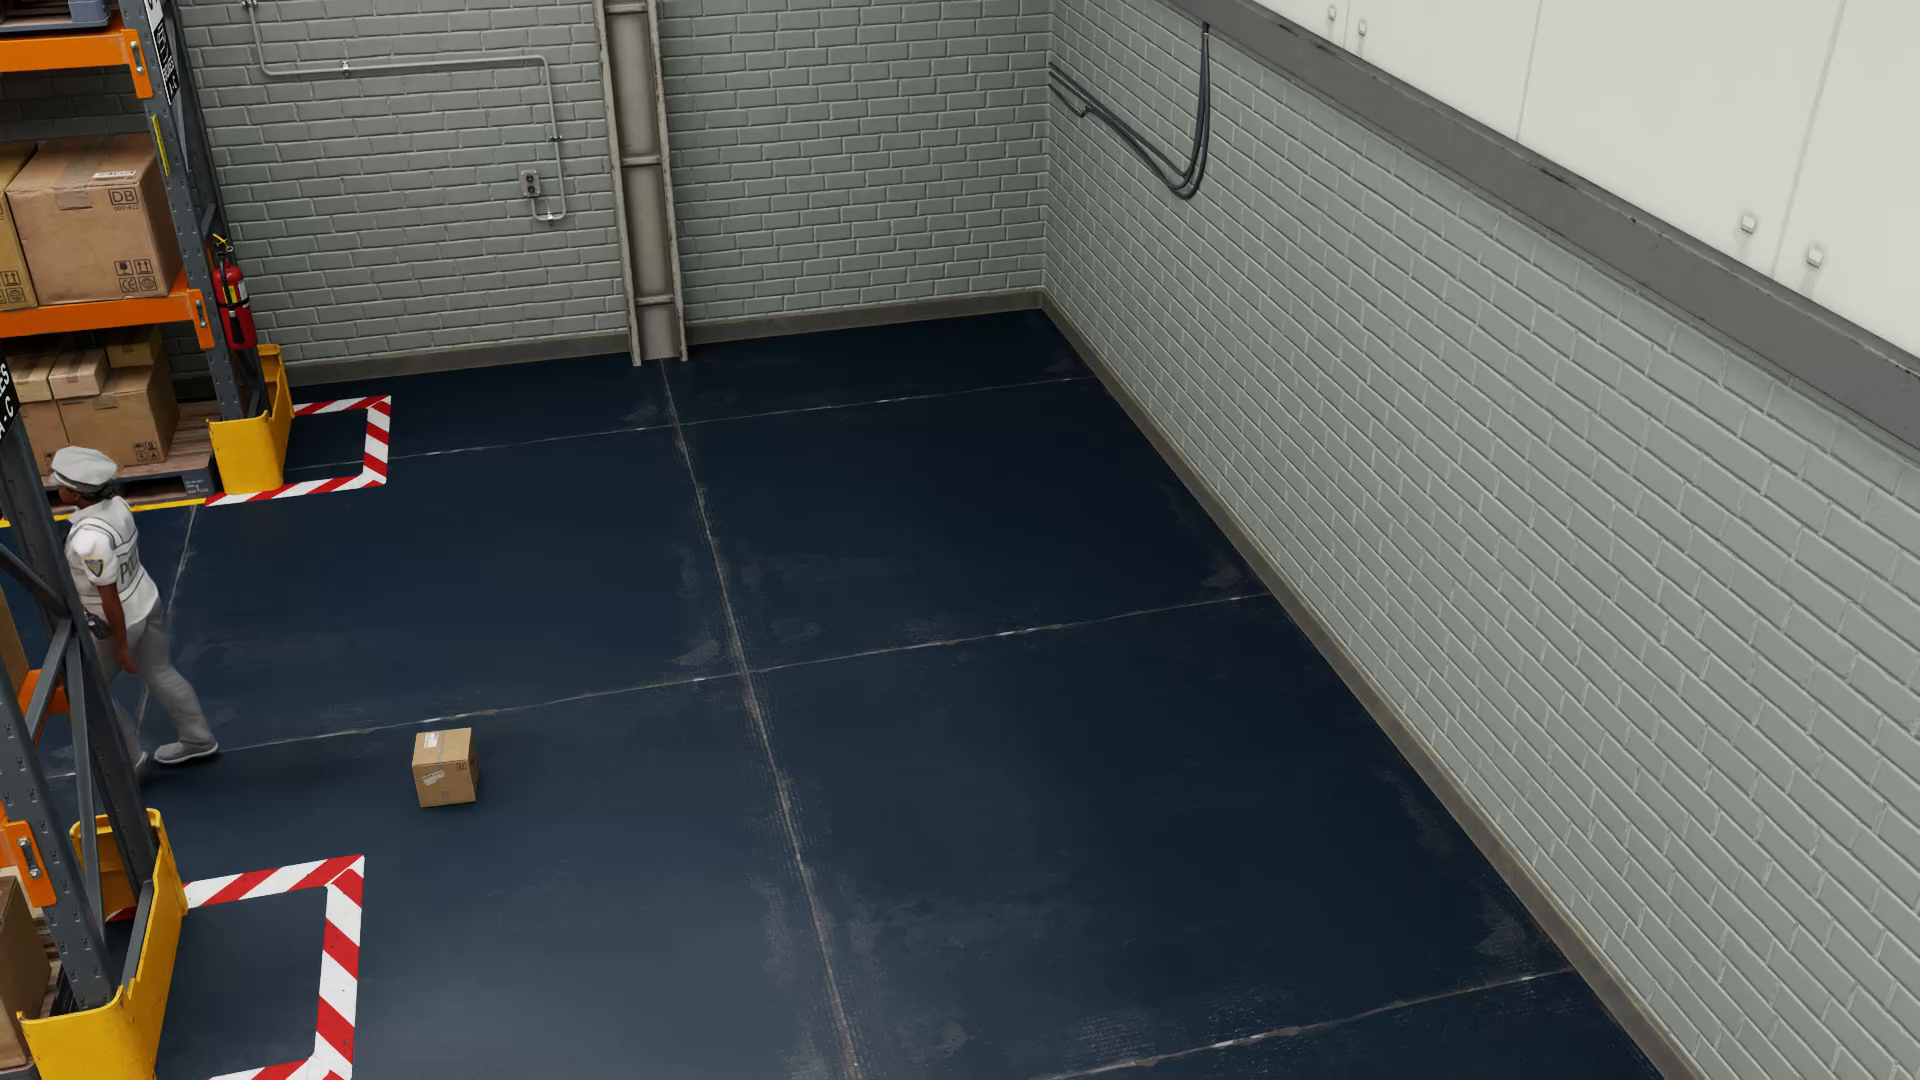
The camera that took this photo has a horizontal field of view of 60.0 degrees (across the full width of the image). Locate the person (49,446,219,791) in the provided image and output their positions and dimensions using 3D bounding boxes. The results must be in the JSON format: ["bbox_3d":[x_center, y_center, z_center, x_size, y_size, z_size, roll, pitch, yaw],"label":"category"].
[{"bbox_3d":[-3.840,0.374,7.590,0.524,1.757,0.491,-3,31,-5],"label":"person"}]
